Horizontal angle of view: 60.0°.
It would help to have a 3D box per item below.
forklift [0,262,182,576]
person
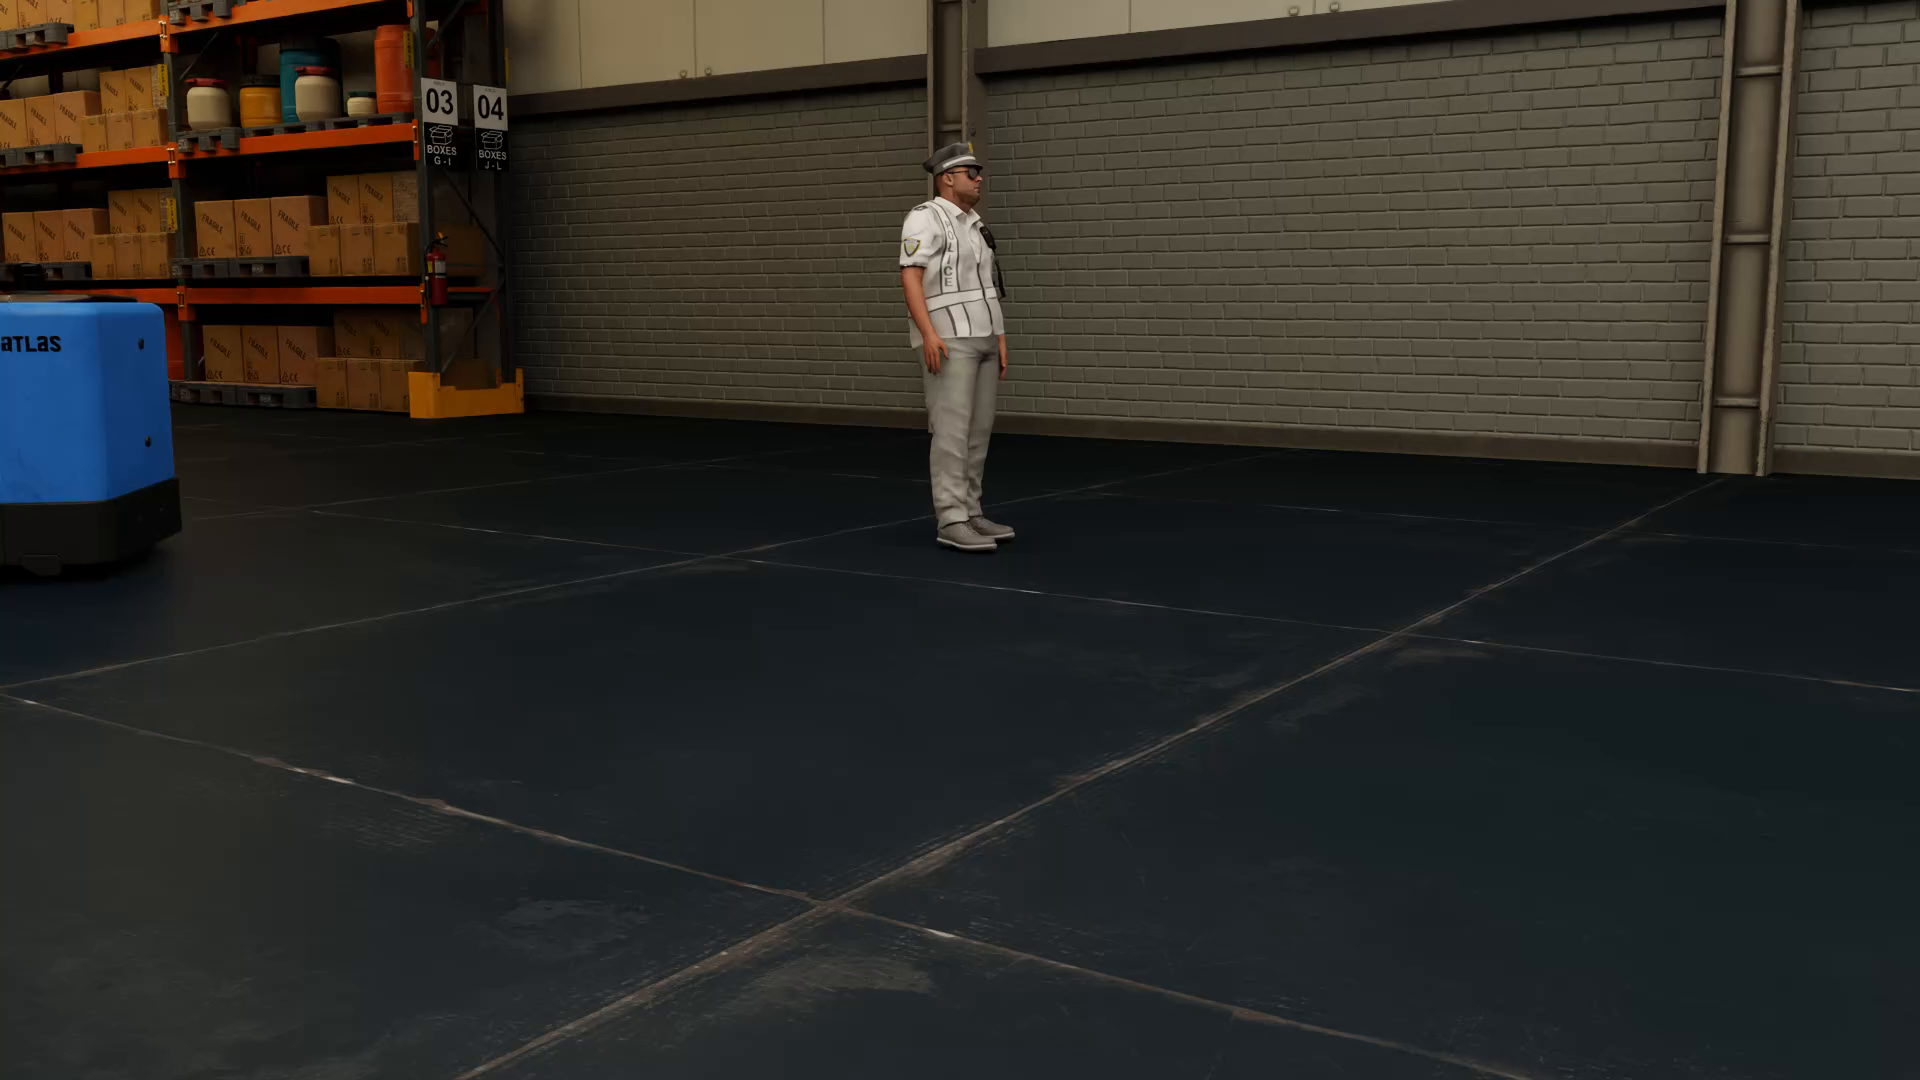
[{"bbox_3d":[-4.872,-1.324,6.507,3.031,2.935,1.130,-1,8,-10],"label":"forklift"},{"bbox_3d":[0.057,-0.882,7.424,0.575,1.781,0.640,5,10,34],"label":"person"}]
